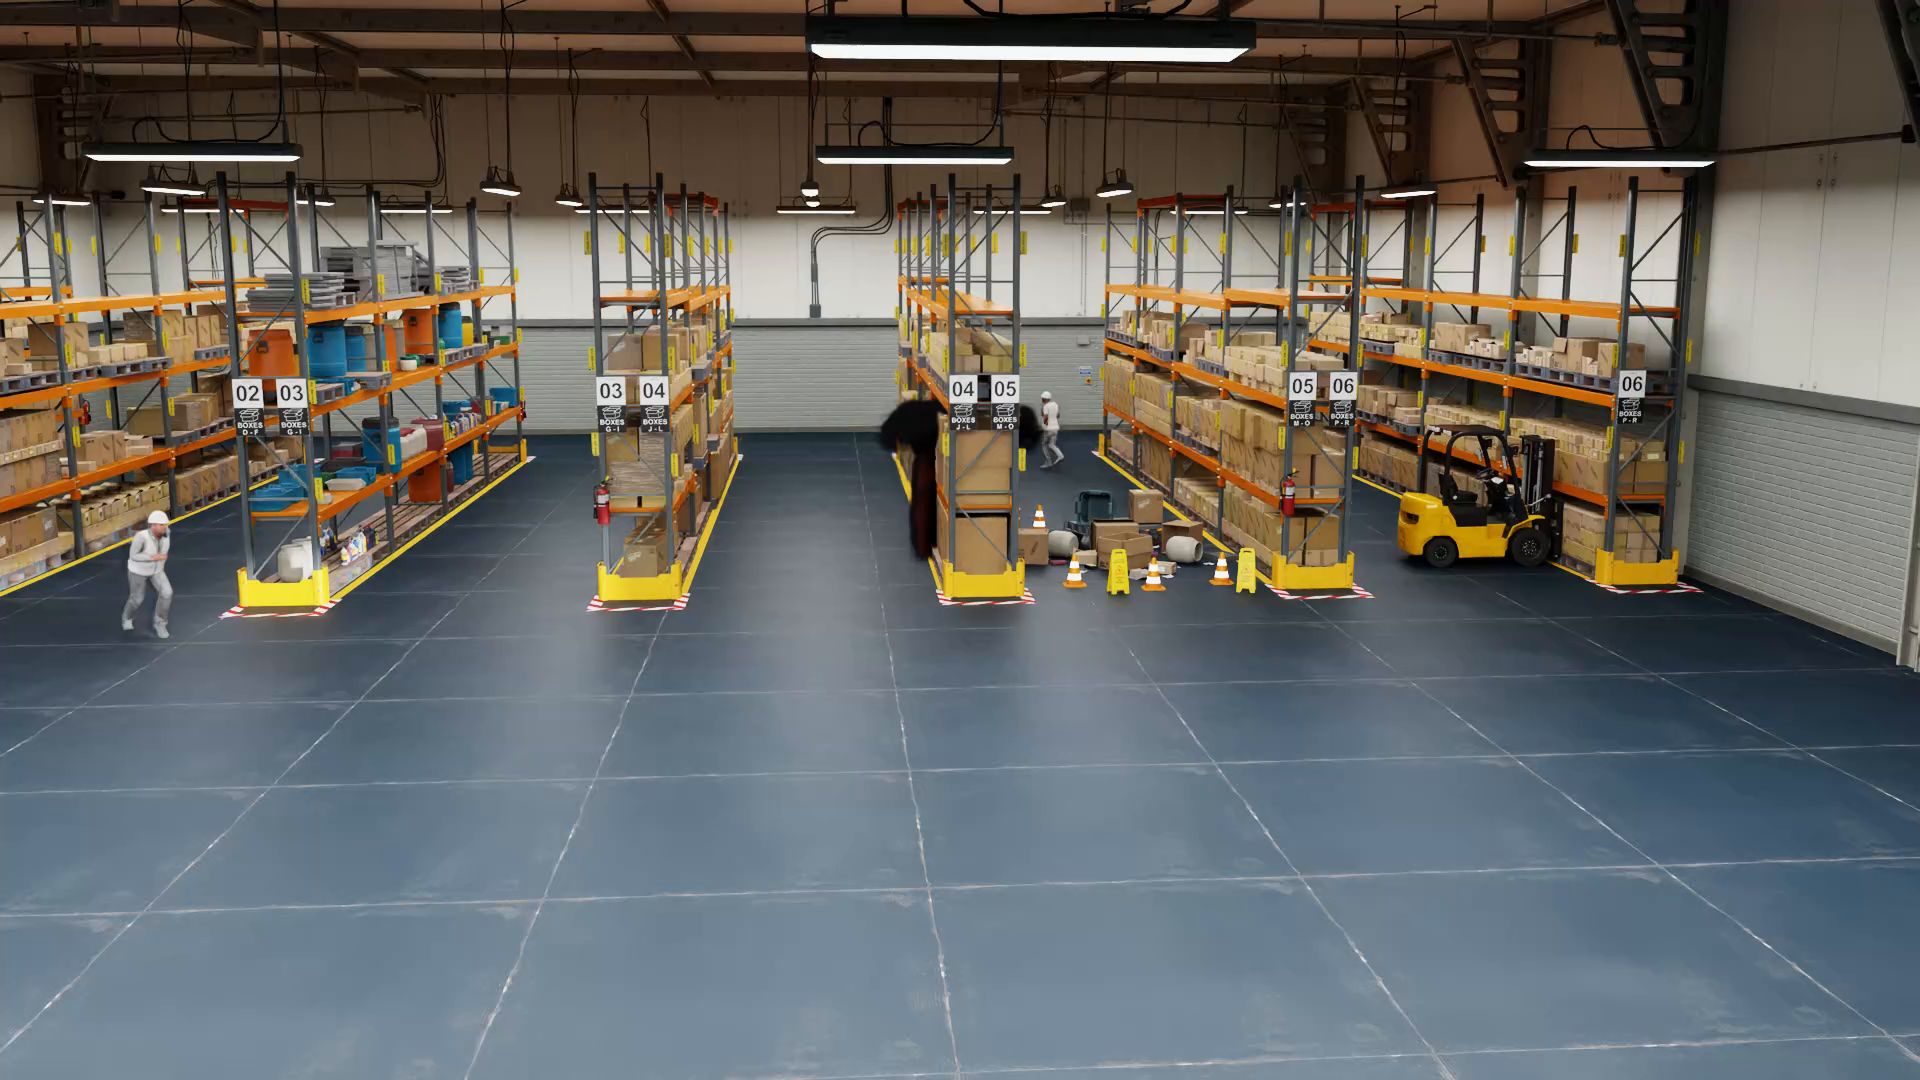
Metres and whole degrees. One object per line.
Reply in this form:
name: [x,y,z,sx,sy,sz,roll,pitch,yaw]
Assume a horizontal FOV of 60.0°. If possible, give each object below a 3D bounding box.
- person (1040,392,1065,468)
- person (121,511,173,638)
person: [2.109,-2.498,37.786,0.667,1.733,0.724,-8,13,-40]
person: [-10.530,0.444,21.553,1.004,1.715,0.698,5,11,26]
